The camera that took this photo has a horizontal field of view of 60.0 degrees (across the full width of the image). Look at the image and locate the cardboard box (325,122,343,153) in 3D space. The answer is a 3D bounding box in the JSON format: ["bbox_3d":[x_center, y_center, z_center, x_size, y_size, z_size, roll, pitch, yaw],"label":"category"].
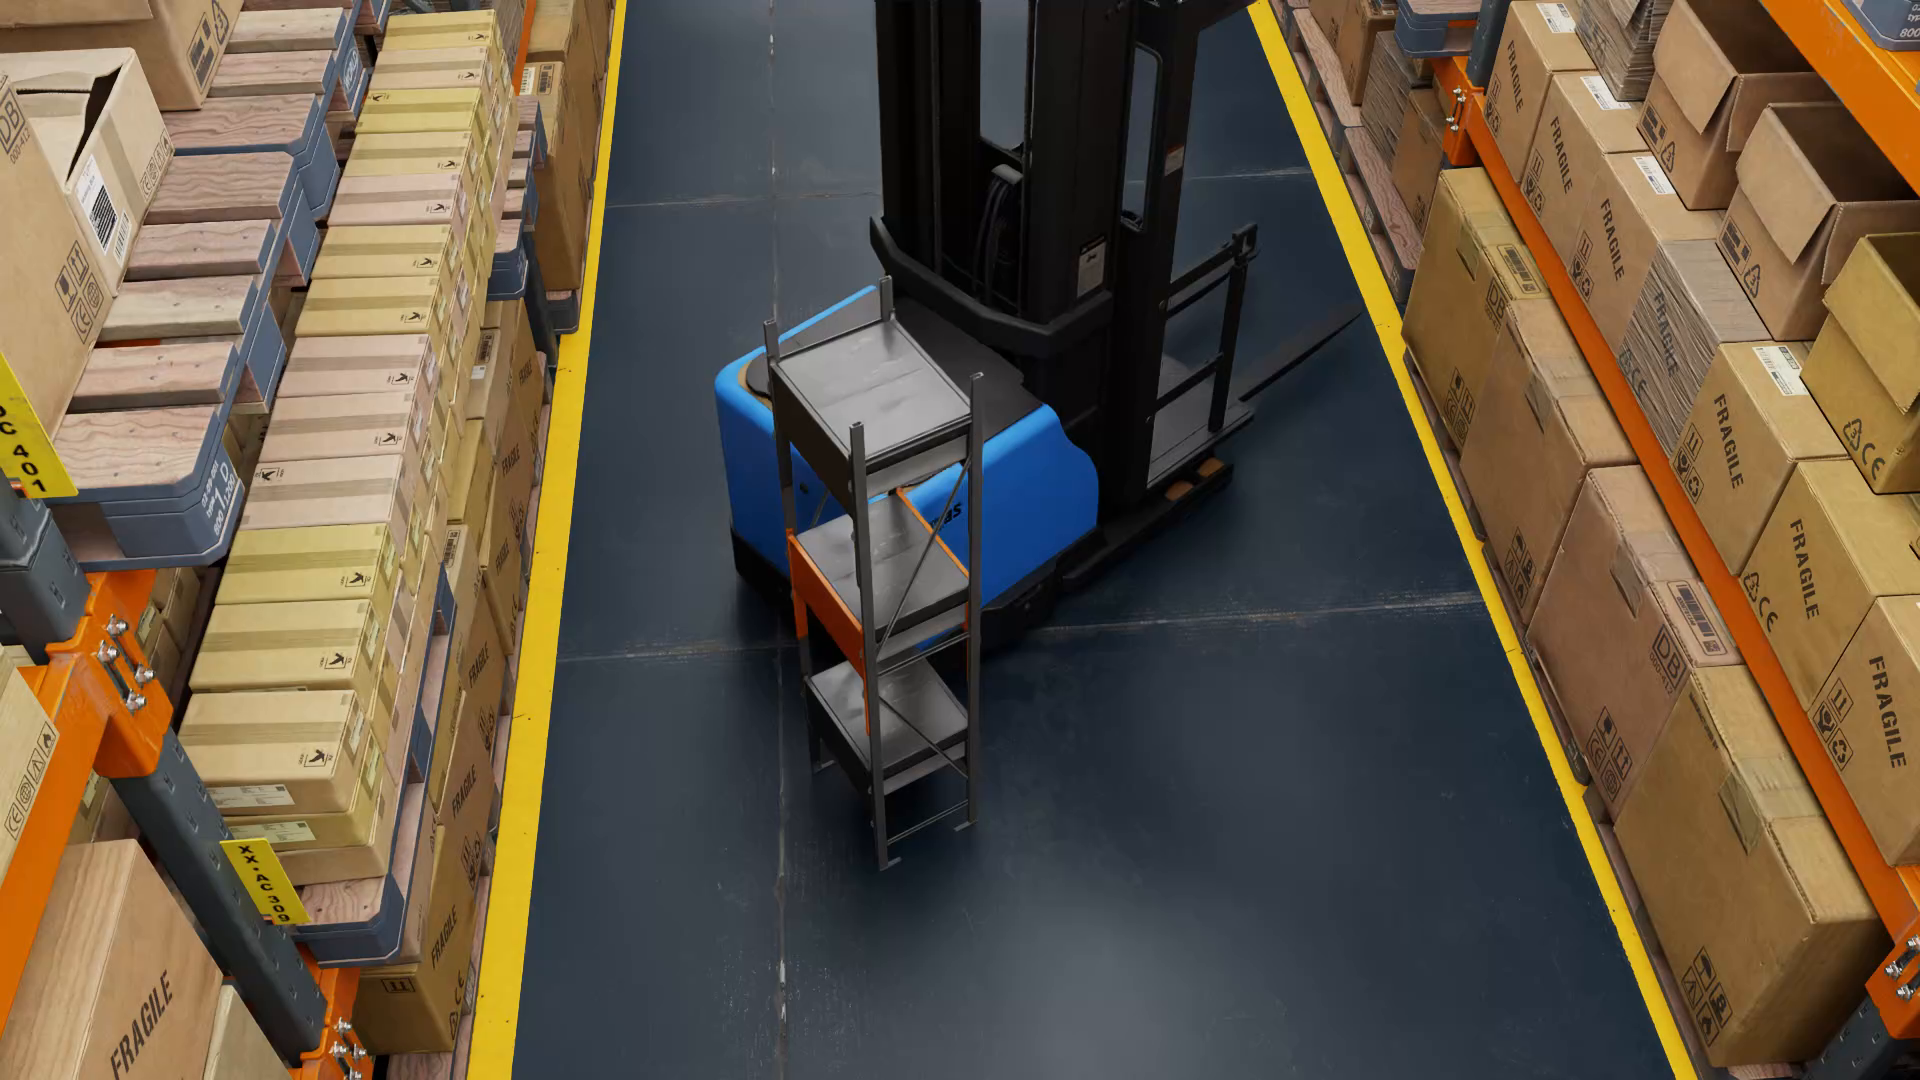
[{"bbox_3d":[-2.515,-1.551,6.173,0.380,0.149,0.250,-4,47,-4],"label":"cardboard box"}]

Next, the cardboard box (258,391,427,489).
[{"bbox_3d":[-1.680,-0.263,4.544,0.380,0.149,0.250,-4,47,-4],"label":"cardboard box"}]

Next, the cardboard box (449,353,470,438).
[{"bbox_3d":[-1.724,-0.432,5.114,0.380,0.149,0.250,-5,47,-5],"label":"cardboard box"}]

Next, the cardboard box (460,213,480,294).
[{"bbox_3d":[-1.769,-0.915,5.366,0.380,0.149,0.250,-4,47,-4],"label":"cardboard box"}]

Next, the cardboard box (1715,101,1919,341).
[{"bbox_3d":[2.759,-0.950,4.960,0.797,0.503,0.637,-2,47,-2],"label":"cardboard box"}]

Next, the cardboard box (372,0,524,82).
[{"bbox_3d":[-2.120,-2.204,6.839,0.500,0.500,0.500,-3,47,-3],"label":"cardboard box"}]

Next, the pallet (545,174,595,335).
[{"bbox_3d":[-2.342,-1.445,8.109,1.003,0.211,1.213,-3,47,-3],"label":"pallet"}]

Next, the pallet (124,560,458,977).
[{"bbox_3d":[-1.936,0.570,4.413,1.003,0.211,1.213,-3,47,-3],"label":"pallet"}]

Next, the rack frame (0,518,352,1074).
[{"bbox_3d":[-2.016,1.066,3.811,1.000,3.000,0.127,-3,47,-3],"label":"rack frame"}]

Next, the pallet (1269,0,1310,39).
[{"bbox_3d":[2.331,-3.429,9.988,1.003,0.211,1.213,-3,47,-3],"label":"pallet"}]

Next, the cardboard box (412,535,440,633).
[{"bbox_3d":[-1.657,0.131,4.580,0.380,0.149,0.250,-3,47,-3],"label":"cardboard box"}]

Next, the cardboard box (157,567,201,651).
[{"bbox_3d":[-2.309,0.182,4.532,0.380,0.149,0.250,-6,47,-5],"label":"cardboard box"}]

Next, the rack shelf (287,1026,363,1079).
[{"bbox_3d":[-1.849,2.760,2.702,1.077,0.370,4.000,-3,47,-3],"label":"rack shelf"}]

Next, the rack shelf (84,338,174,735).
[{"bbox_3d":[-2.184,-1.166,4.354,1.077,0.370,4.000,-3,47,-3],"label":"rack shelf"}]

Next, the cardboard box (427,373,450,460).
[{"bbox_3d":[-1.706,-0.357,4.837,0.380,0.149,0.250,-4,47,-4],"label":"cardboard box"}]

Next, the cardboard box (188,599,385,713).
[{"bbox_3d":[-1.621,0.289,4.021,0.380,0.149,0.250,-2,47,-2],"label":"cardboard box"}]

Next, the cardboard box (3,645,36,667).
[{"bbox_3d":[-2.268,0.330,3.982,0.380,0.149,0.250,-5,47,-4],"label":"cardboard box"}]

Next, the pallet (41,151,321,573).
[{"bbox_3d":[-1.962,-0.354,3.220,1.213,0.211,1.003,-3,47,-3],"label":"pallet"}]

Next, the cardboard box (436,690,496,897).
[{"bbox_3d":[-1.860,0.847,5.451,0.500,0.500,0.500,-2,47,-1],"label":"cardboard box"}]

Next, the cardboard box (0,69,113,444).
[{"bbox_3d":[-1.939,-0.426,2.800,0.700,0.500,0.500,-3,47,-3],"label":"cardboard box"}]

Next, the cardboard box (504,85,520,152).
[{"bbox_3d":[-1.852,-1.558,6.179,0.380,0.149,0.250,-3,47,-3],"label":"cardboard box"}]

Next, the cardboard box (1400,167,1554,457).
[{"bbox_3d":[2.637,-0.970,6.913,1.225,0.875,0.875,-5,47,-5],"label":"cardboard box"}]

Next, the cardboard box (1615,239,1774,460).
[{"bbox_3d":[2.501,-0.618,5.337,0.500,0.500,0.500,-3,47,-3],"label":"cardboard box"}]

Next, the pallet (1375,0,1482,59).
[{"bbox_3d":[2.434,-2.500,7.320,1.213,0.211,1.003,-3,47,-3],"label":"pallet"}]

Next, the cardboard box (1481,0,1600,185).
[{"bbox_3d":[2.369,-1.723,6.384,0.500,0.500,0.500,-2,47,-2],"label":"cardboard box"}]

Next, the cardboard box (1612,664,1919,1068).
[{"bbox_3d":[2.861,0.962,5.084,1.225,0.875,0.875,-3,47,-3],"label":"cardboard box"}]

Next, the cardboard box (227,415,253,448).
[{"bbox_3d":[-2.382,-0.403,5.086,0.380,0.149,0.250,-5,47,-5],"label":"cardboard box"}]

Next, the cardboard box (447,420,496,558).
[{"bbox_3d":[-1.953,-0.159,5.887,0.500,0.250,0.500,-2,47,-2],"label":"cardboard box"}]

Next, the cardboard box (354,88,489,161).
[{"bbox_3d":[-1.813,-1.393,5.614,0.380,0.149,0.250,-2,47,-2],"label":"cardboard box"}]

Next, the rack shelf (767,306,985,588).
[{"bbox_3d":[-0.239,-0.268,4.748,0.431,0.518,0.480,-24,51,-21],"label":"rack shelf"}]

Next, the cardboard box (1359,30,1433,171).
[{"bbox_3d":[2.464,-2.233,8.354,0.700,0.500,0.500,-7,47,-7],"label":"cardboard box"}]

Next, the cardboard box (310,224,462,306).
[{"bbox_3d":[-1.747,-0.829,5.079,0.380,0.149,0.250,-1,47,-1],"label":"cardboard box"}]

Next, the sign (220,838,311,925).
[{"bbox_3d":[-1.476,0.729,3.534,0.100,0.325,0.005,-3,47,-3],"label":"sign"}]

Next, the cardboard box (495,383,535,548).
[{"bbox_3d":[-1.996,-0.277,6.516,0.500,0.500,0.500,-2,47,-2],"label":"cardboard box"}]

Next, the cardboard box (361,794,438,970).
[{"bbox_3d":[-1.815,0.972,4.816,0.500,0.250,0.500,-5,47,-5],"label":"cardboard box"}]

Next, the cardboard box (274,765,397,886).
[{"bbox_3d":[-1.591,0.695,4.047,0.380,0.149,0.250,-6,47,-5],"label":"cardboard box"}]

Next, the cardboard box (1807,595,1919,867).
[{"bbox_3d":[2.623,0.481,4.296,0.500,0.500,0.500,-3,47,-3],"label":"cardboard box"}]

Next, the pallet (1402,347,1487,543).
[{"bbox_3d":[2.591,-0.523,7.236,1.003,0.211,1.213,-3,47,-3],"label":"pallet"}]

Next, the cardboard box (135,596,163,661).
[{"bbox_3d":[-2.288,0.259,4.254,0.380,0.149,0.250,-2,47,-2],"label":"cardboard box"}]

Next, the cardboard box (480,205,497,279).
[{"bbox_3d":[-1.794,-1.011,5.662,0.380,0.149,0.250,-4,47,-4],"label":"cardboard box"}]

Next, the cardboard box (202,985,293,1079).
[{"bbox_3d":[-1.694,1.262,3.352,0.500,0.500,0.500,-3,47,-3],"label":"cardboard box"}]

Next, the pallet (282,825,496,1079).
[{"bbox_3d":[-2.083,1.461,5.357,1.003,0.211,1.213,-3,47,-3],"label":"pallet"}]

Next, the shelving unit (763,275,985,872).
[{"bbox_3d":[-0.239,0.205,5.246,0.431,2.100,0.503,-24,51,-21],"label":"shelving unit"}]

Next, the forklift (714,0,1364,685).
[{"bbox_3d":[0.516,-1.345,6.142,3.031,2.935,1.130,-34,55,-28],"label":"forklift"}]

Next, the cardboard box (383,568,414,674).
[{"bbox_3d":[-1.637,0.218,4.293,0.380,0.149,0.250,-2,47,-2],"label":"cardboard box"}]

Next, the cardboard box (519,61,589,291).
[{"bbox_3d":[-2.313,-1.645,7.639,1.050,0.750,0.750,-4,47,-4],"label":"cardboard box"}]

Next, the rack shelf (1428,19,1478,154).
[{"bbox_3d":[2.432,-3.257,8.400,1.077,0.370,4.000,-3,47,-3],"label":"rack shelf"}]

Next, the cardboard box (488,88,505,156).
[{"bbox_3d":[-1.832,-1.466,5.888,0.380,0.149,0.250,-2,47,-2],"label":"cardboard box"}]
